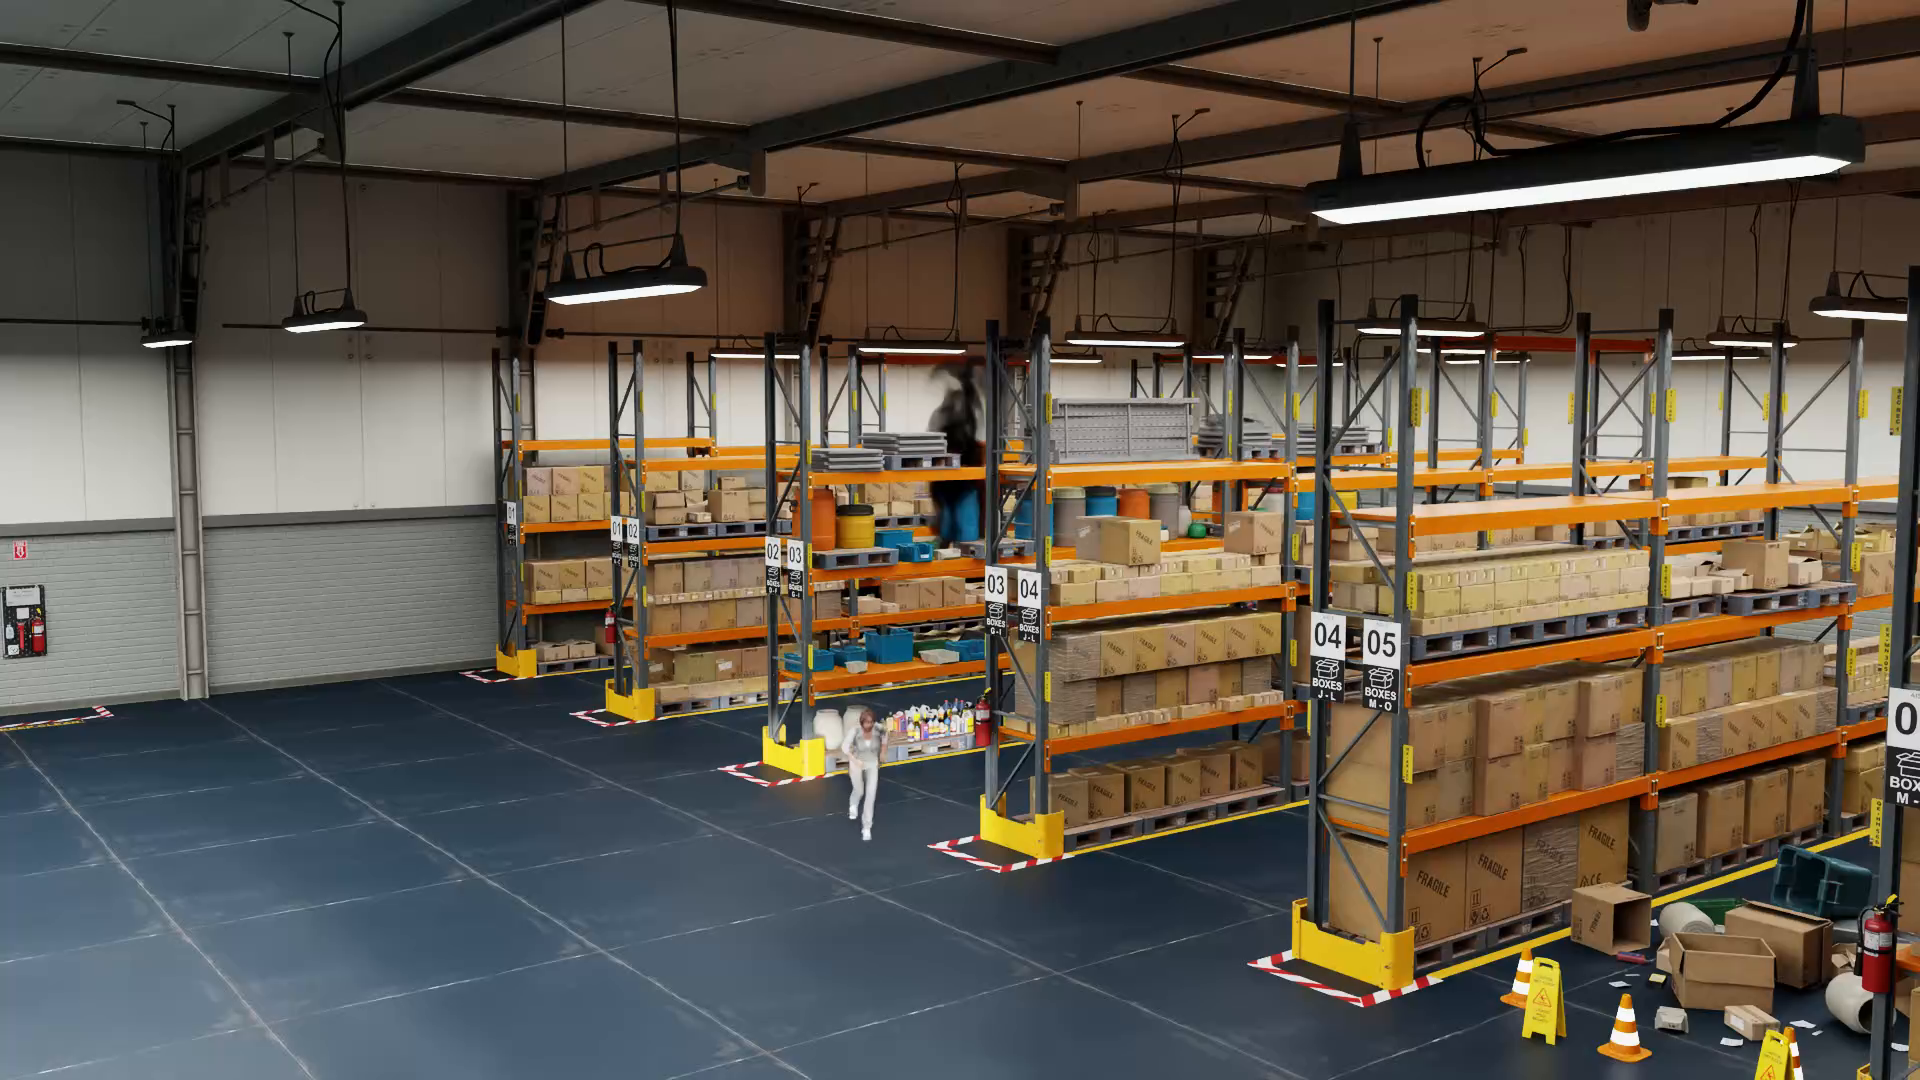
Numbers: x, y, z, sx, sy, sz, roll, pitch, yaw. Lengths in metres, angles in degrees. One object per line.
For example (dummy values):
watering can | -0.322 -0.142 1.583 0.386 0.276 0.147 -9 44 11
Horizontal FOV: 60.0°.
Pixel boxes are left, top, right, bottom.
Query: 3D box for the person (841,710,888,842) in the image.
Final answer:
person | -1.151 2.705 19.611 0.575 1.546 0.919 -2 5 -19
